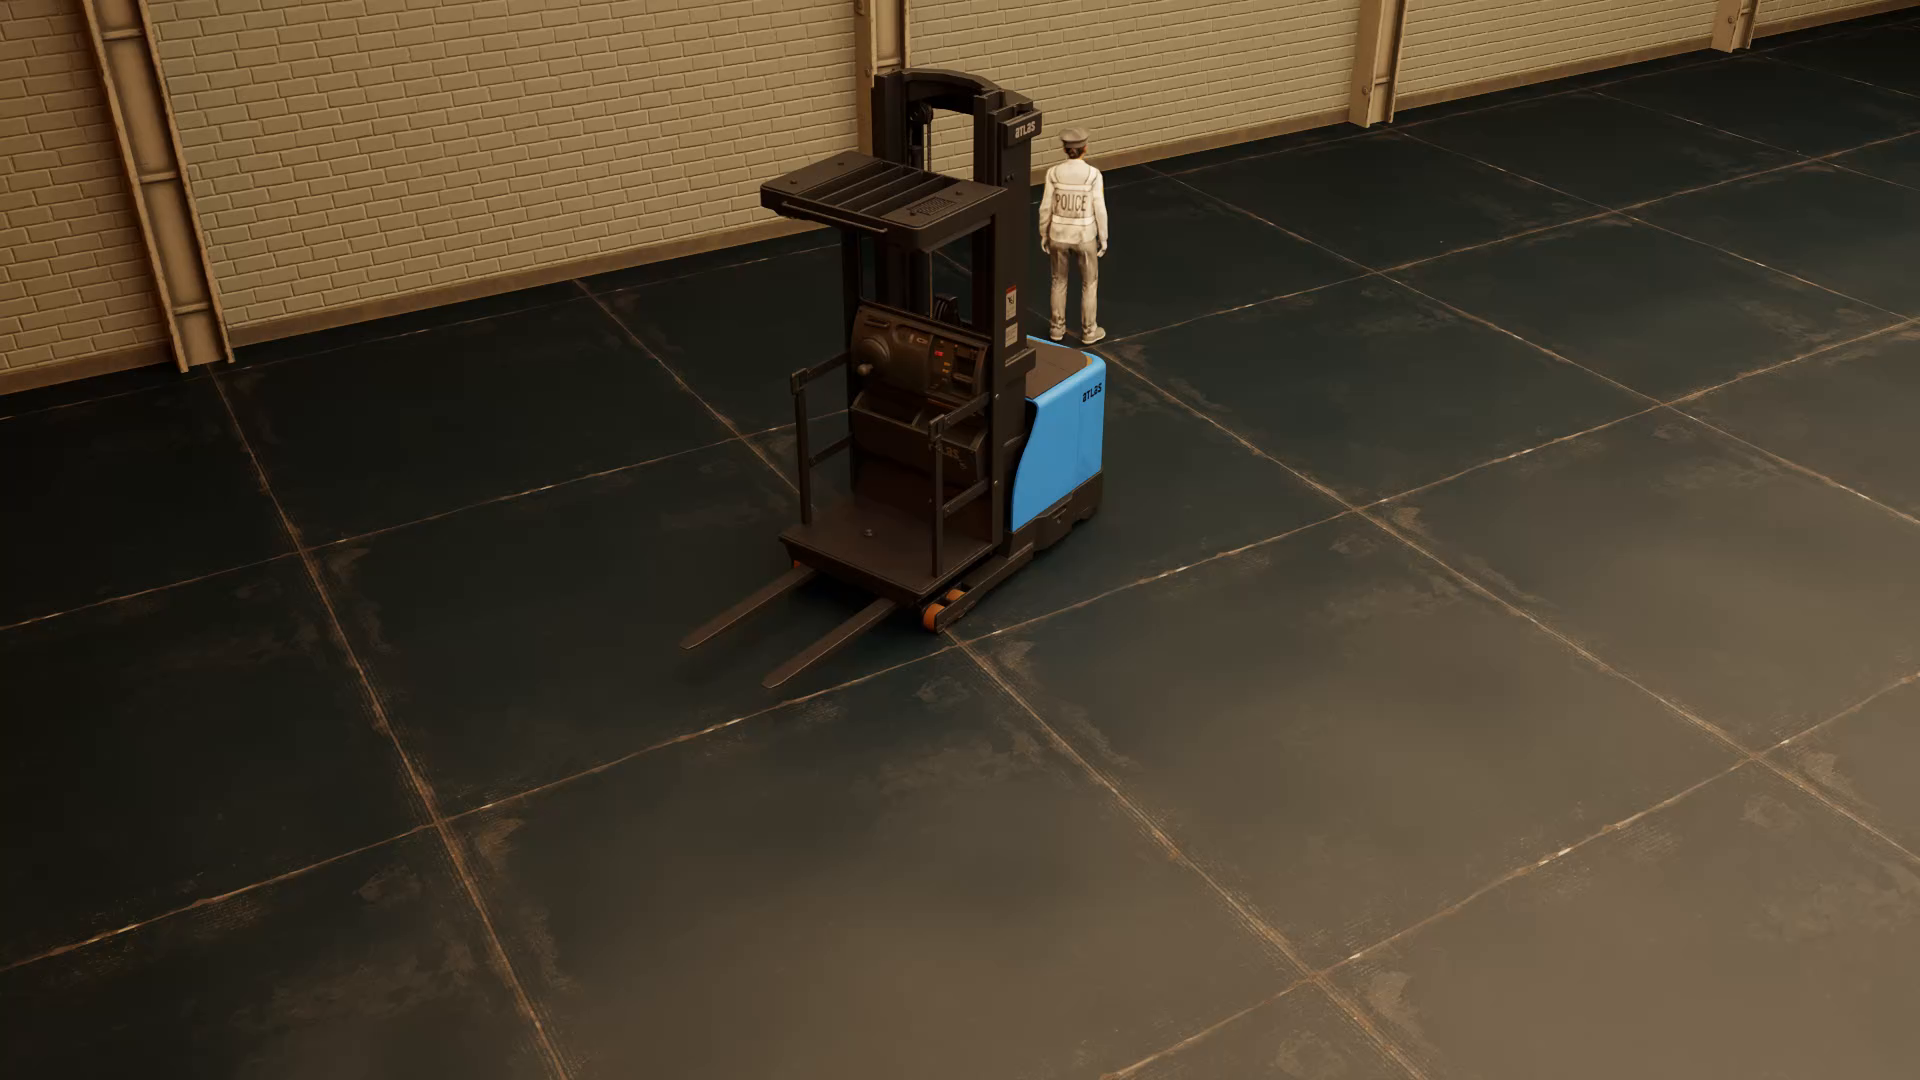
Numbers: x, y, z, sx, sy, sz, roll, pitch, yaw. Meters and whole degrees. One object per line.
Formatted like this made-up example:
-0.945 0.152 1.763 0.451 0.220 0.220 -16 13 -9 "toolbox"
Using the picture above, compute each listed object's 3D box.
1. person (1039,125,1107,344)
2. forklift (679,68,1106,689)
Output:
0.869 -2.312 12.745 0.536 1.662 0.373 7 32 12 "person"
-0.365 -1.007 9.329 1.130 2.935 3.031 21 37 31 "forklift"
